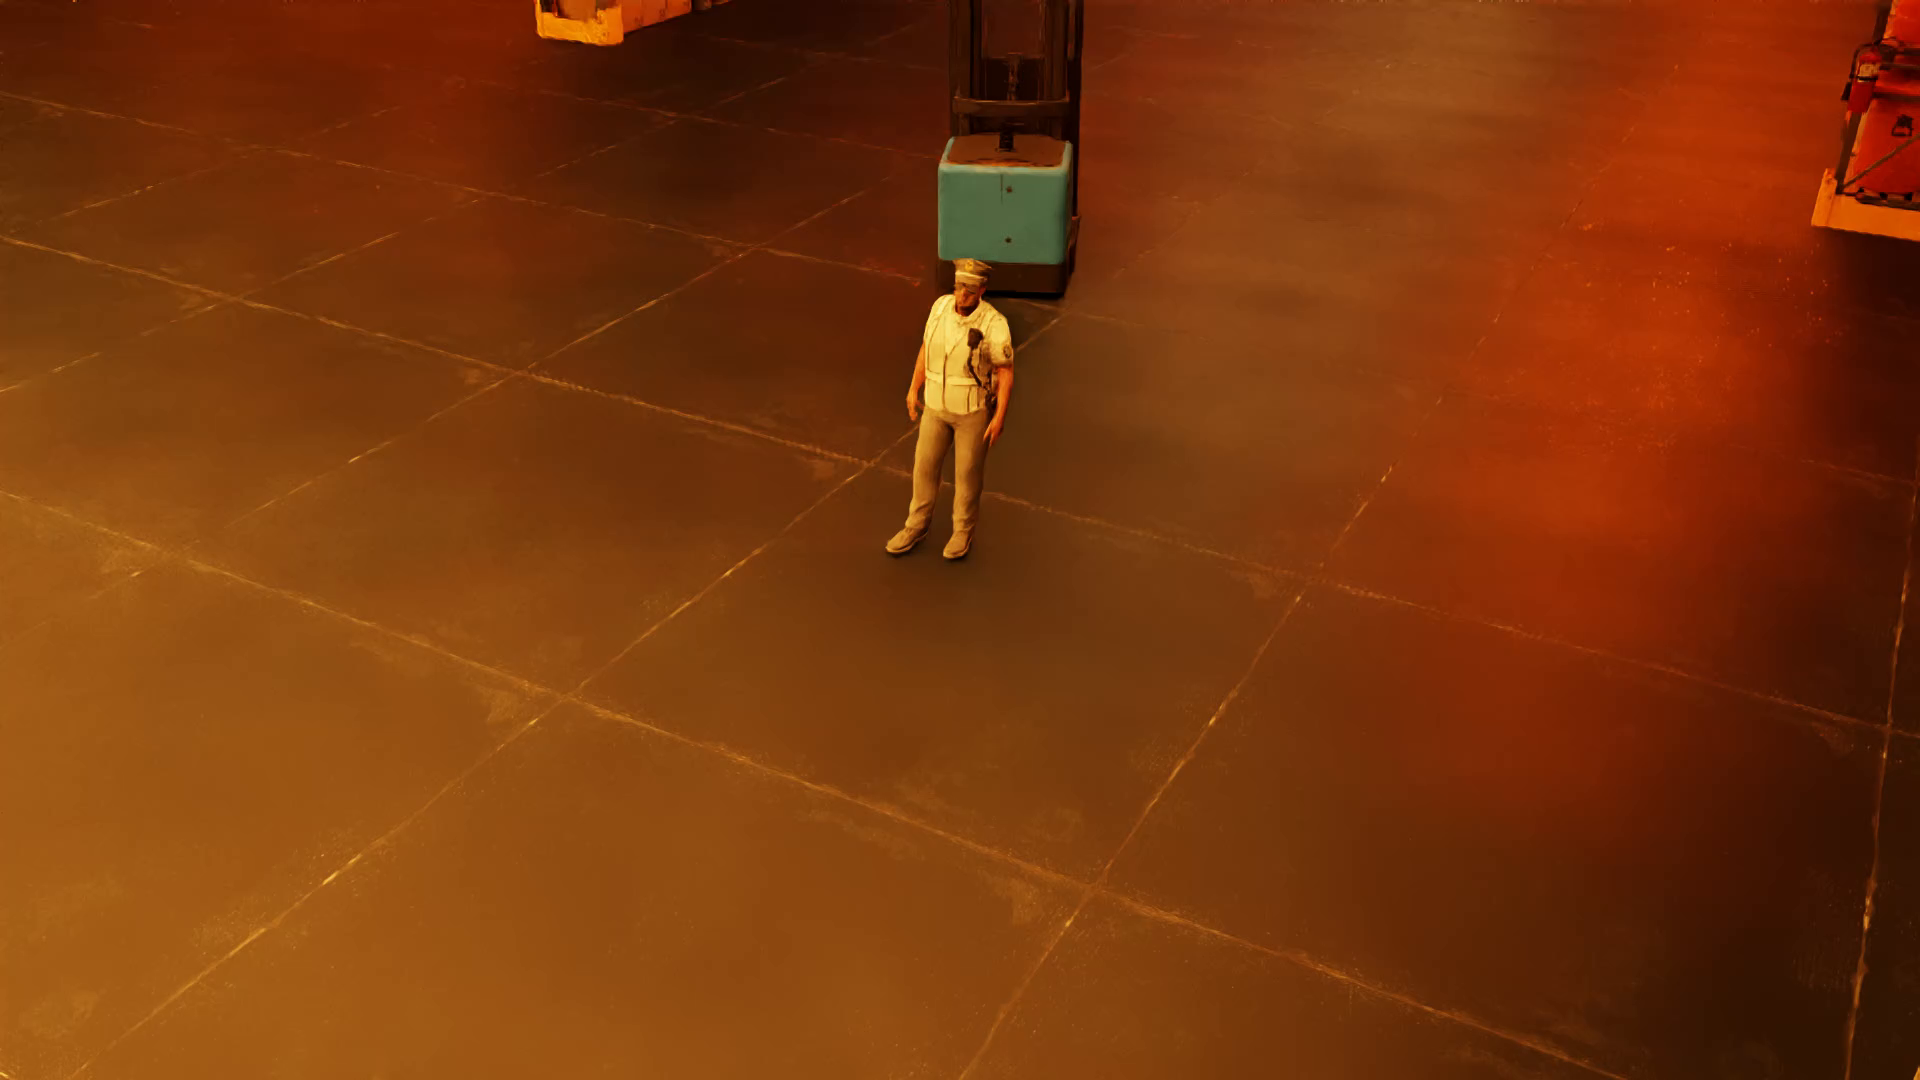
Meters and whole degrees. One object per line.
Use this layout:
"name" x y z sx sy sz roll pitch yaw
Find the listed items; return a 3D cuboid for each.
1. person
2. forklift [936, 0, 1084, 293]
"person" -0.048 -0.747 9.500 0.640 1.781 0.574 15 33 25
"forklift" 0.485 -3.957 13.926 1.130 2.935 3.031 3 30 5
